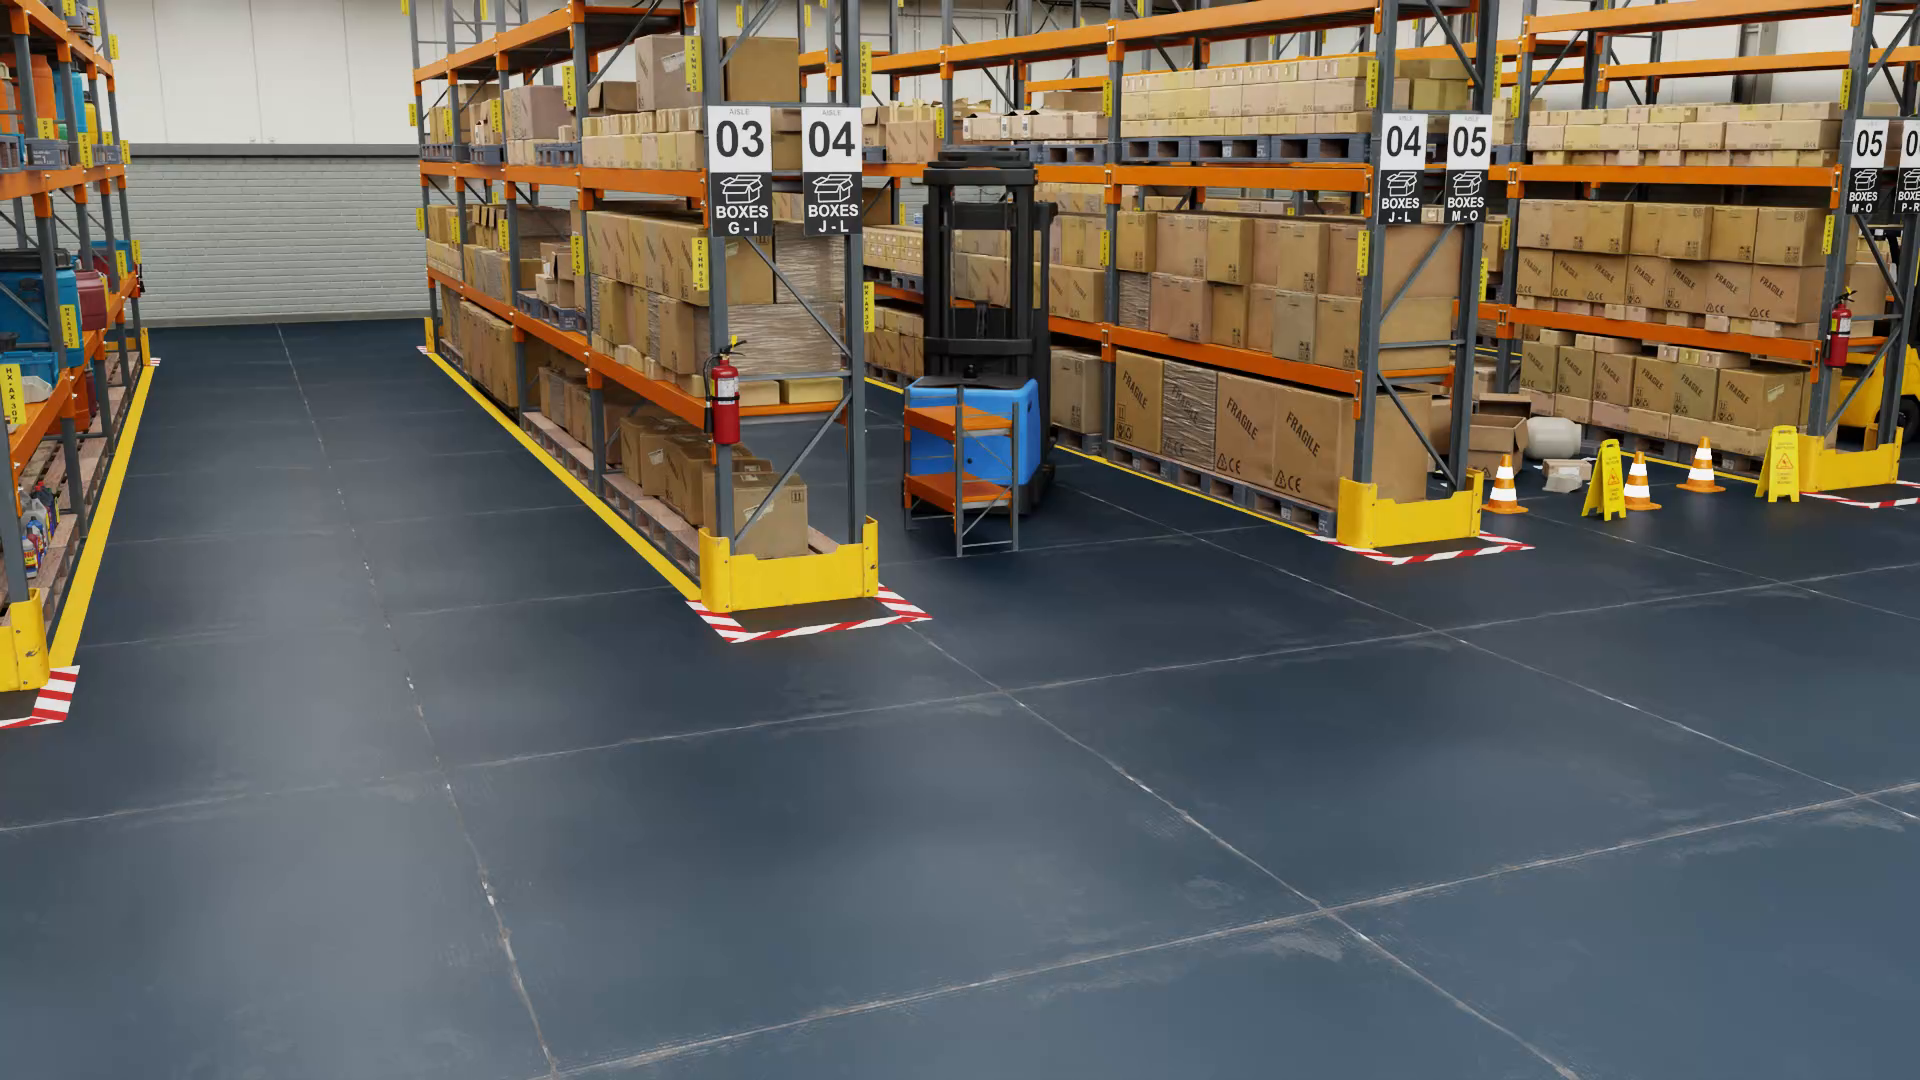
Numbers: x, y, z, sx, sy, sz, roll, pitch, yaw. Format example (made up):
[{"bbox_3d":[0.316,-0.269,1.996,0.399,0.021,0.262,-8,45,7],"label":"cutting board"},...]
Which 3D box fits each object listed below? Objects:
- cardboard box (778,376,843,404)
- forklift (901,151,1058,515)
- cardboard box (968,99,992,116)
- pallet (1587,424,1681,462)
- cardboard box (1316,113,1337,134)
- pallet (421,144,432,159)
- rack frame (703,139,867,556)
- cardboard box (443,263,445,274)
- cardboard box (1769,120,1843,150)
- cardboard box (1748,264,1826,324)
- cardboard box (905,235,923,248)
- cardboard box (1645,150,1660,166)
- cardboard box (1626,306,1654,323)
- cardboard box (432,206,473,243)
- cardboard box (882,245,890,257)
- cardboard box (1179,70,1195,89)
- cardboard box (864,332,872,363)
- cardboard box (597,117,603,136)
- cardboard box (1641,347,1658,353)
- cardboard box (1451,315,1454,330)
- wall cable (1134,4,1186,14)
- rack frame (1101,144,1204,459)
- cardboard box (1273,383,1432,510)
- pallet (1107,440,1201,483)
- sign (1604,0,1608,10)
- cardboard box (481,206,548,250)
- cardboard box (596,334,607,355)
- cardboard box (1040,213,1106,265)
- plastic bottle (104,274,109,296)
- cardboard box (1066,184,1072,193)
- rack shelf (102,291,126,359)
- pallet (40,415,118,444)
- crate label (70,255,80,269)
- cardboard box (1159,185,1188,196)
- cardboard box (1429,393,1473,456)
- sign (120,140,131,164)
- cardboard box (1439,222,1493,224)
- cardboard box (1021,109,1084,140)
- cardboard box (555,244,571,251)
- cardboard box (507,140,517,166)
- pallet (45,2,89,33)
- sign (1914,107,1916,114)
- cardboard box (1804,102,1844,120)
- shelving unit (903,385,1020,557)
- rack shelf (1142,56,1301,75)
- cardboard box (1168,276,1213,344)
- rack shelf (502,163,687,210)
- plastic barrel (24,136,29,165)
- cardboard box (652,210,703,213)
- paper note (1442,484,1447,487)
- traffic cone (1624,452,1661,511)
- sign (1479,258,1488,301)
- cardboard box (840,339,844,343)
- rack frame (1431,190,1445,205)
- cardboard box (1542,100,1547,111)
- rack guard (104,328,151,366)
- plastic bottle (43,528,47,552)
[{"bbox_3d":[-1.003,-1.012,11.149,0.380,0.149,0.250,-6,14,-23],"label":"cardboard box"},{"bbox_3d":[0.264,-1.914,14.640,1.130,2.935,3.031,2,13,9],"label":"forklift"},{"bbox_3d":[0.157,-5.232,20.253,0.396,0.266,0.258,-6,14,-23],"label":"cardboard box"},{"bbox_3d":[7.165,-1.029,16.849,1.003,0.211,1.213,-6,14,-23],"label":"pallet"},{"bbox_3d":[2.934,-3.164,12.640,0.380,0.149,0.250,-5,14,-22],"label":"cardboard box"},{"bbox_3d":[-7.210,-5.626,24.069,1.003,0.211,1.213,-6,14,-23],"label":"pallet"},{"bbox_3d":[-1.107,-1.054,10.773,1.000,3.000,0.127,-6,14,-23],"label":"rack frame"},{"bbox_3d":[-6.953,-3.763,23.033,0.380,0.149,0.250,-5,14,-22],"label":"cardboard box"},{"bbox_3d":[7.521,-3.564,14.637,0.500,0.250,0.500,-6,14,-24],"label":"cardboard box"},{"bbox_3d":[7.503,-2.230,14.973,0.500,0.500,0.500,-6,14,-24],"label":"cardboard box"},{"bbox_3d":[-0.442,-3.618,20.158,0.380,0.149,0.250,-6,14,-24],"label":"cardboard box"},{"bbox_3d":[6.889,-3.709,16.148,0.380,0.149,0.250,-6,14,-23],"label":"cardboard box"},{"bbox_3d":[6.833,-2.245,16.474,0.380,0.149,0.250,-6,14,-23],"label":"cardboard box"},{"bbox_3d":[-7.158,-4.464,23.514,0.500,0.500,0.500,-6,14,-24],"label":"cardboard box"},{"bbox_3d":[-0.756,-3.635,20.889,0.380,0.149,0.250,-6,14,-23],"label":"cardboard box"},{"bbox_3d":[2.120,-3.972,14.364,0.380,0.149,0.250,-5,14,-22],"label":"cardboard box"},{"bbox_3d":[-1.063,-2.662,22.330,0.500,0.500,0.500,-5,14,-20],"label":"cardboard box"},{"bbox_3d":[-2.693,-3.319,13.356,0.380,0.149,0.250,-6,14,-26],"label":"cardboard box"},{"bbox_3d":[7.264,-1.698,17.058,0.500,0.500,0.500,-5,14,-20],"label":"cardboard box"},{"bbox_3d":[7.922,-3.635,26.537,0.500,0.500,0.500,-6,14,-24],"label":"cardboard box"},{"bbox_3d":[5.022,-12.618,35.098,2.988,3.039,0.133,-6,14,-23],"label":"wall cable"},{"bbox_3d":[1.875,-2.308,16.189,1.000,3.000,0.127,-6,14,-23],"label":"rack frame"},{"bbox_3d":[3.146,-0.785,13.390,0.875,0.875,0.875,-6,14,-23],"label":"cardboard box"},{"bbox_3d":[2.108,-0.785,15.794,1.003,0.211,1.213,-6,14,-23],"label":"pallet"},{"bbox_3d":[8.822,-7.417,22.711,0.100,0.325,0.005,-6,14,-23],"label":"sign"},{"bbox_3d":[-5.387,-3.797,20.177,0.797,0.503,0.637,-5,14,-22],"label":"cardboard box"},{"bbox_3d":[-2.811,-1.634,13.835,0.380,0.149,0.250,-6,14,-23],"label":"cardboard box"},{"bbox_3d":[1.261,-3.156,17.416,0.700,0.500,0.500,-6,14,-23],"label":"cardboard box"},{"bbox_3d":[-9.998,-2.974,19.341,0.152,0.276,0.135,-6,14,-23],"label":"plastic bottle"},{"bbox_3d":[1.958,-5.739,27.137,0.380,0.149,0.250,-5,14,-22],"label":"cardboard box"},{"bbox_3d":[-9.651,-2.323,17.848,1.077,0.370,4.000,-6,14,-23],"label":"rack shelf"},{"bbox_3d":[-9.204,-1.060,16.984,1.003,0.211,1.213,-6,14,-23],"label":"pallet"},{"bbox_3d":[-12.258,-3.780,22.786,0.416,0.233,0.303,-6,14,-23],"label":"crate label"},{"bbox_3d":[3.277,-5.369,25.539,0.380,0.149,0.250,-6,14,-24],"label":"cardboard box"},{"bbox_3d":[4.567,-1.126,16.318,0.797,0.637,0.503,-6,14,-23],"label":"cardboard box"},{"bbox_3d":[-11.557,-5.376,23.026,0.100,0.325,0.005,-6,14,-23],"label":"sign"},{"bbox_3d":[5.775,-3.351,18.884,0.500,0.500,0.500,-6,14,-23],"label":"cardboard box"},{"bbox_3d":[0.972,-4.321,17.281,0.500,0.311,0.500,-6,14,-25],"label":"cardboard box"},{"bbox_3d":[-3.744,-2.746,16.930,0.700,0.500,0.500,-3,13,-15],"label":"cardboard box"},{"bbox_3d":[-4.357,-3.975,17.074,0.500,0.250,0.500,-5,14,-22],"label":"cardboard box"},{"bbox_3d":[-9.111,-5.048,16.027,1.213,0.211,1.003,-6,14,-23],"label":"pallet"},{"bbox_3d":[11.425,-5.027,19.964,0.100,0.325,0.005,-6,14,-23],"label":"sign"},{"bbox_3d":[7.567,-3.720,14.428,0.380,0.149,0.250,-5,14,-22],"label":"cardboard box"},{"bbox_3d":[-0.003,-0.549,12.749,0.538,1.125,1.048,-6,14,-23],"label":"shelving unit"},{"bbox_3d":[3.967,-6.393,23.017,1.077,0.370,4.000,-6,14,-23],"label":"rack shelf"},{"bbox_3d":[2.384,-2.072,14.838,0.875,0.550,0.550,-6,14,-23],"label":"cardboard box"},{"bbox_3d":[-3.511,-3.405,15.872,1.077,0.370,4.000,-6,14,-23],"label":"rack shelf"},{"bbox_3d":[-8.127,-3.412,14.615,0.301,0.262,0.301,0,13,0],"label":"plastic barrel"},{"bbox_3d":[-2.277,-2.493,13.892,0.500,0.500,0.500,-6,14,-23],"label":"cardboard box"},{"bbox_3d":[4.422,-0.503,14.979,0.144,0.017,0.142,-1,13,-4],"label":"paper note"},{"bbox_3d":[5.738,-0.515,14.070,0.336,0.463,0.334,-6,14,-23],"label":"traffic cone"},{"bbox_3d":[3.989,-1.991,12.723,0.100,0.325,0.005,-6,14,-23],"label":"sign"},{"bbox_3d":[-1.798,-2.827,23.822,0.380,0.149,0.250,-5,14,-22],"label":"cardboard box"},{"bbox_3d":[7.712,-4.878,27.293,1.000,3.000,0.127,-6,14,-23],"label":"rack frame"},{"bbox_3d":[6.295,-4.871,18.905,0.500,0.250,0.500,-6,14,-24],"label":"cardboard box"},{"bbox_3d":[-12.076,-2.699,23.421,1.175,0.500,0.348,-6,14,-23],"label":"rack guard"},{"bbox_3d":[-6.386,-0.015,11.513,0.097,0.201,0.097,0,13,0],"label":"plastic bottle"}]
